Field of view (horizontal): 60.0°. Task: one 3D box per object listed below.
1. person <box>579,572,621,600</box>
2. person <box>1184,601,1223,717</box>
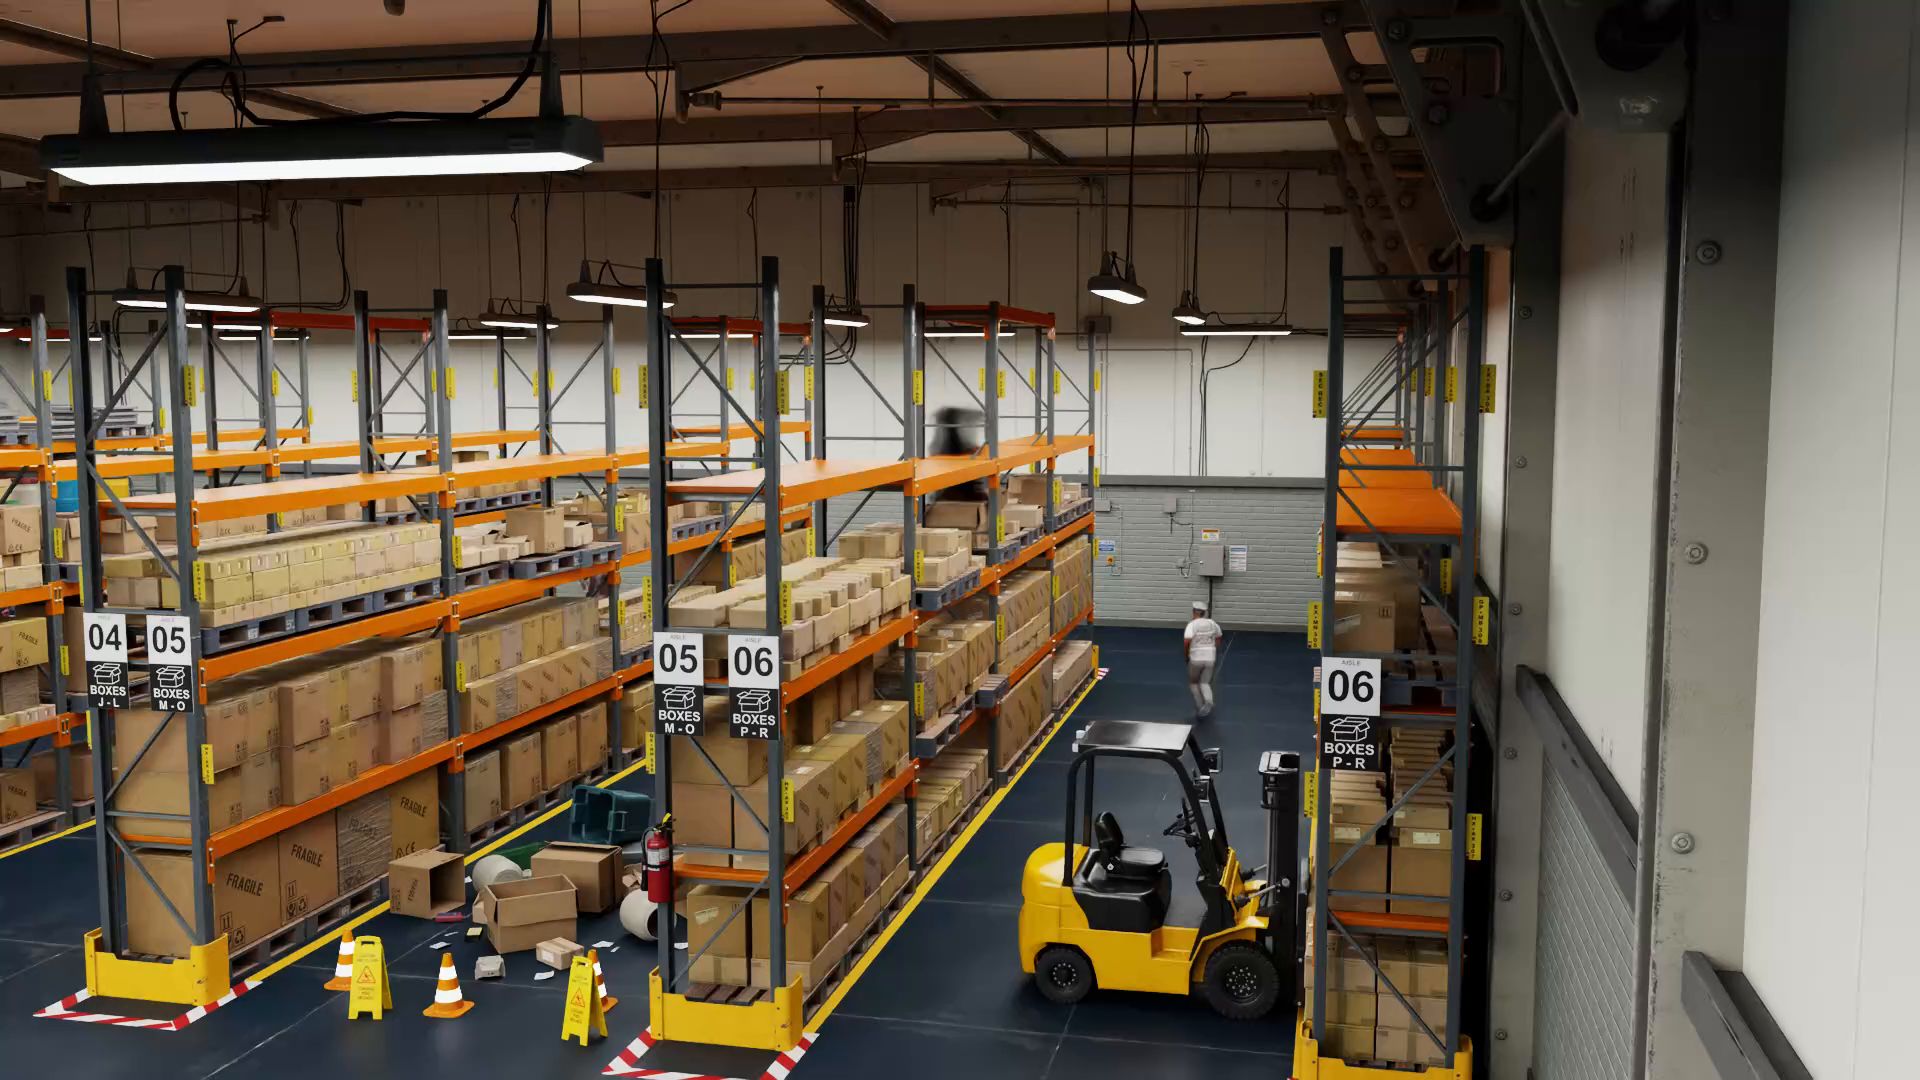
[{"bbox_3d":[-6.850,1.145,31.571,0.749,1.705,0.742,0,6,3],"label":"person"},{"bbox_3d":[3.638,1.815,24.764,0.660,1.747,0.711,-1,6,-9],"label":"person"}]
